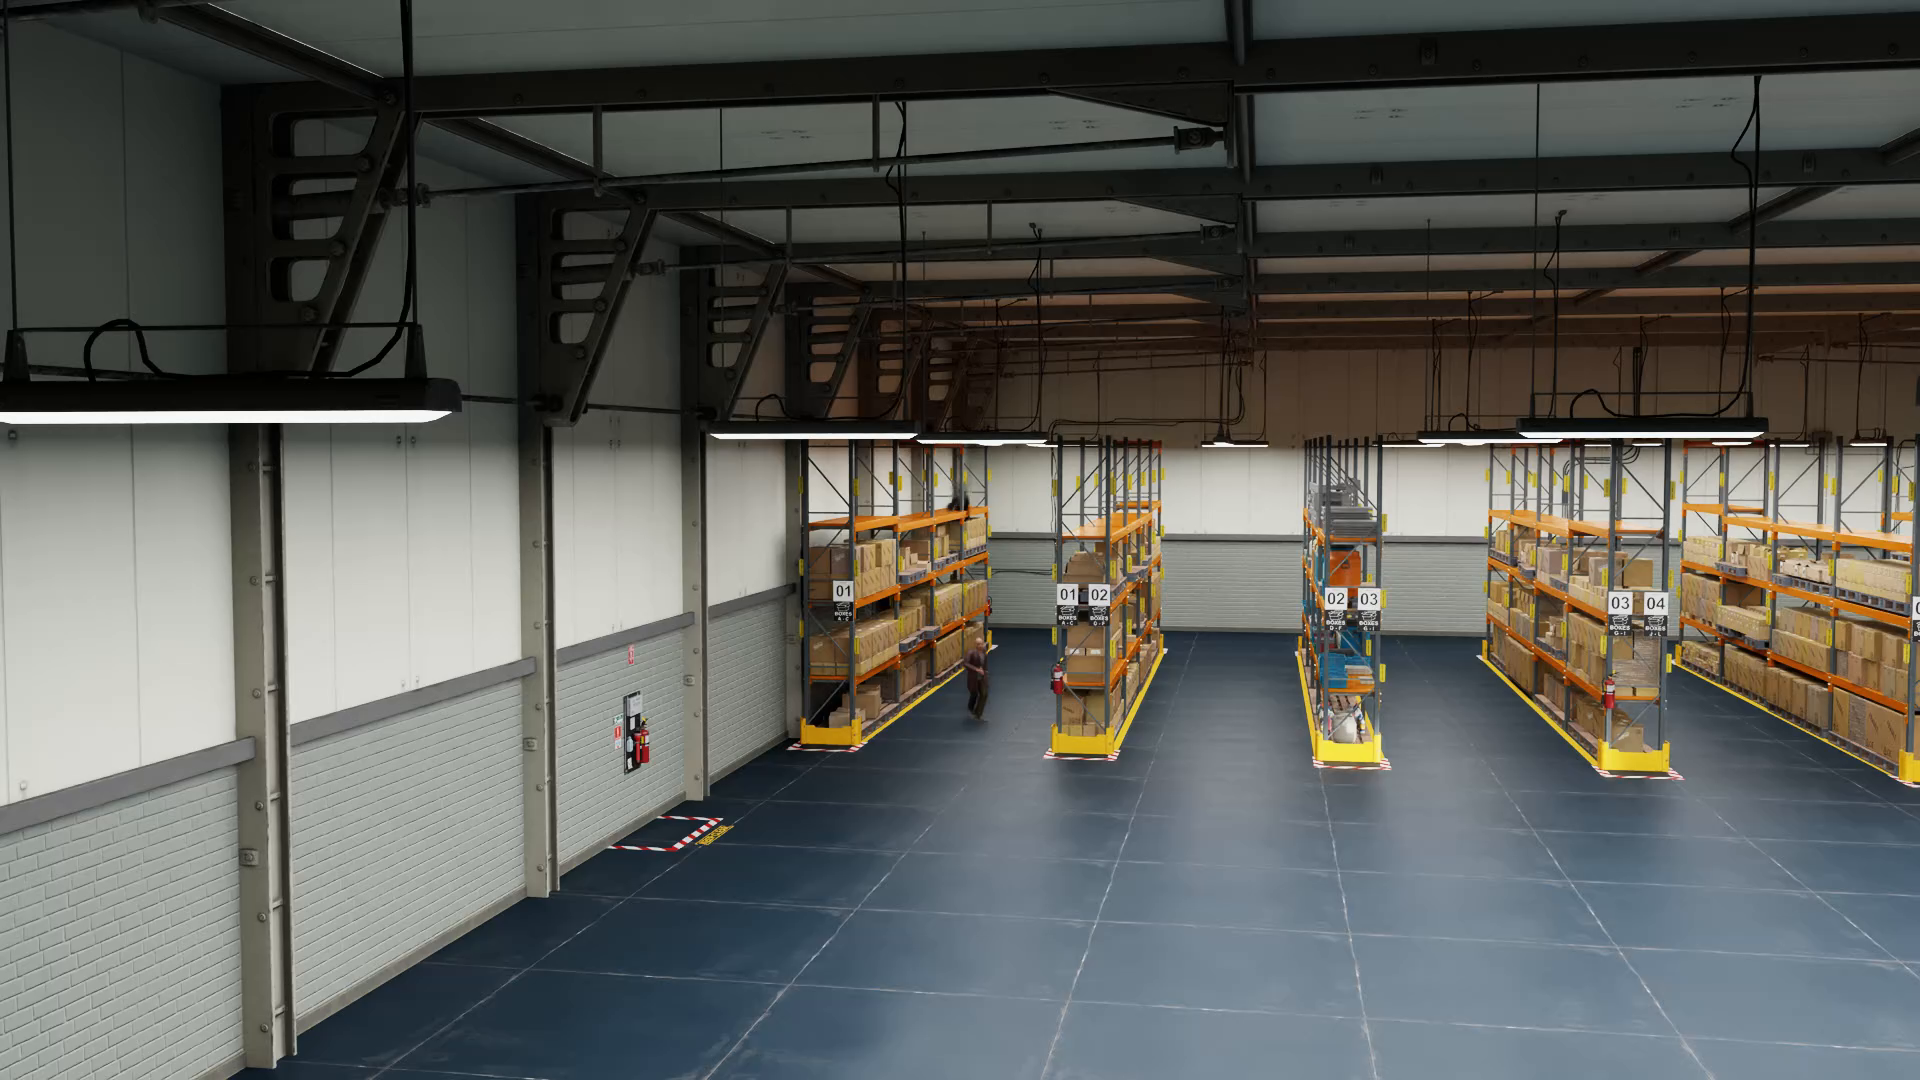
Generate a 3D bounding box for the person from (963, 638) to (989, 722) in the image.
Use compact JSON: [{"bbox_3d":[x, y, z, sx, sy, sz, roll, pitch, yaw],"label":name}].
[{"bbox_3d":[0.301,2.938,35.248,0.672,1.769,0.908,-1,3,-24],"label":"person"}]
